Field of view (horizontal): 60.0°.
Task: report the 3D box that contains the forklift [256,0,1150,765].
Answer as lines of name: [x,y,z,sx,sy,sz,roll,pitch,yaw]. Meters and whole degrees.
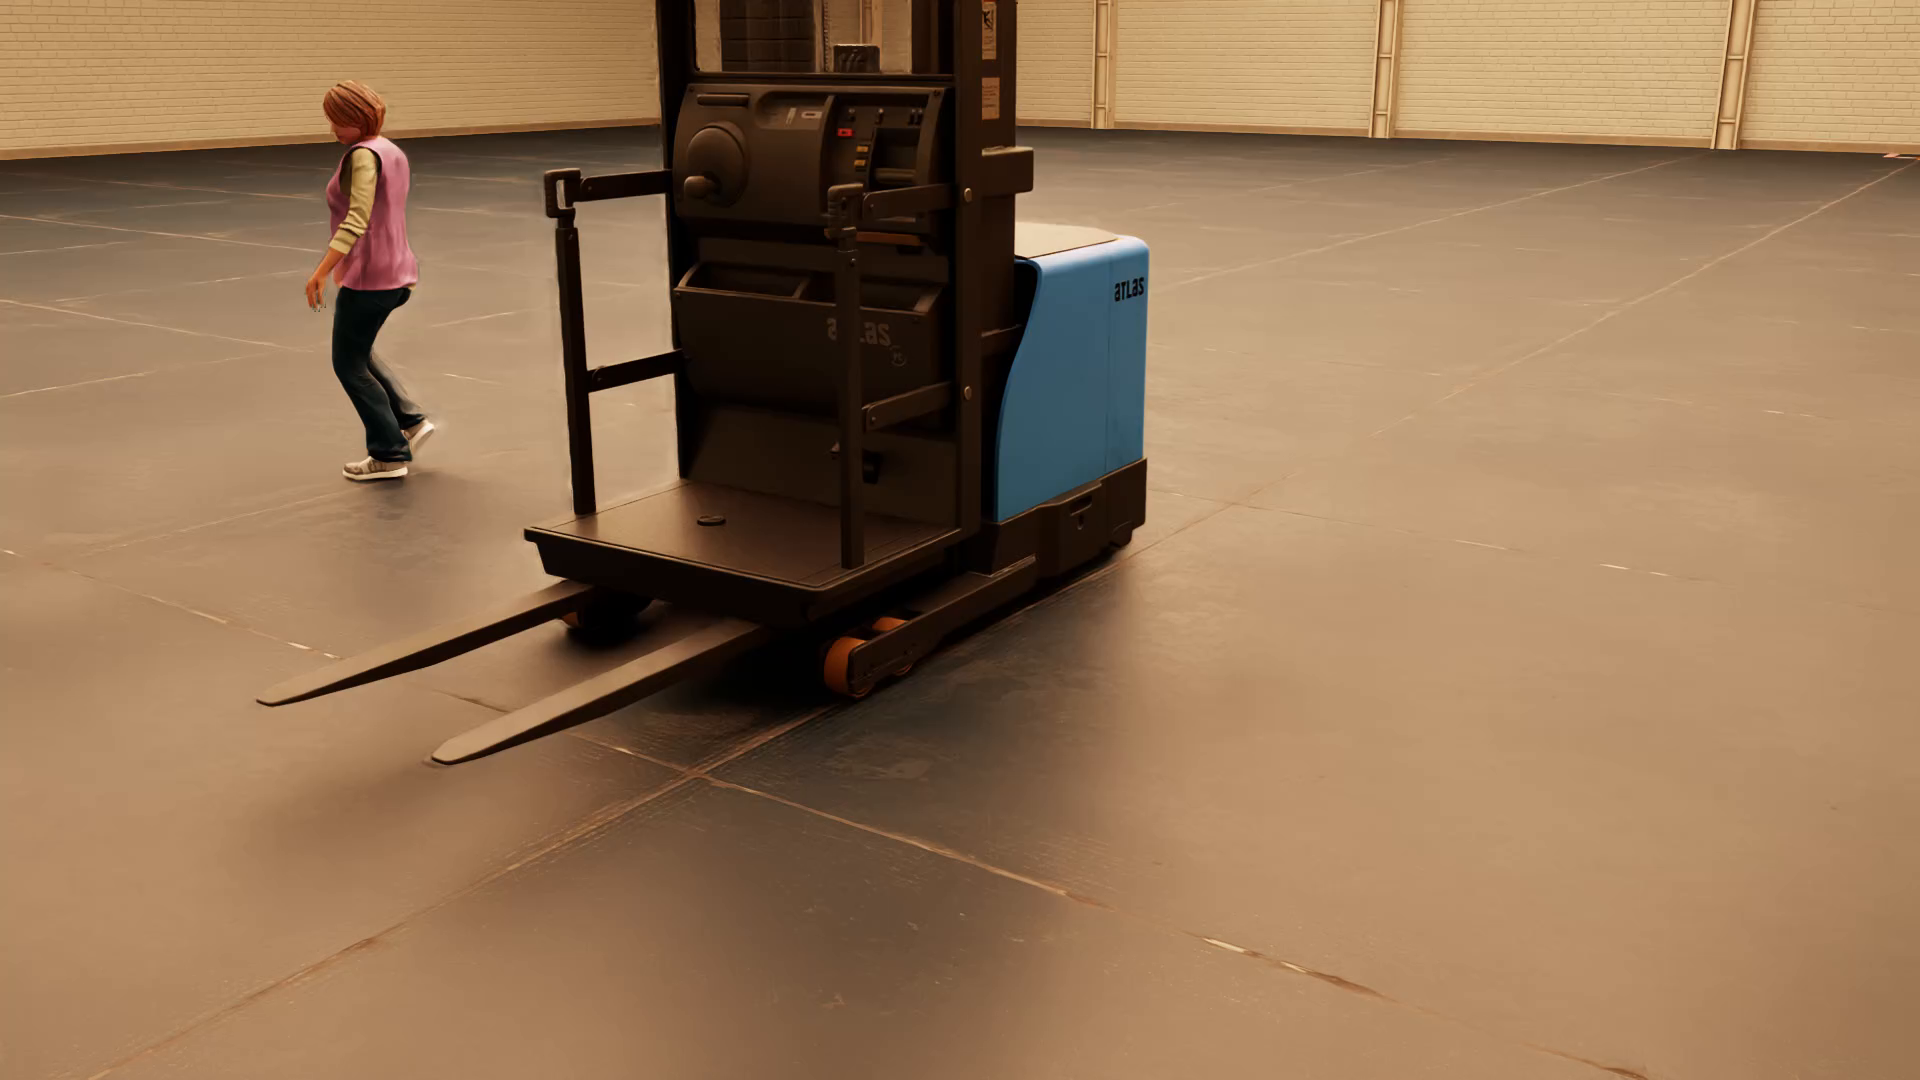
forklift: [-0.560,-1.128,4.605,1.130,2.935,3.031,10,20,31]

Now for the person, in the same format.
person: [-2.377,-0.996,6.576,0.411,1.558,0.669,2,17,7]
